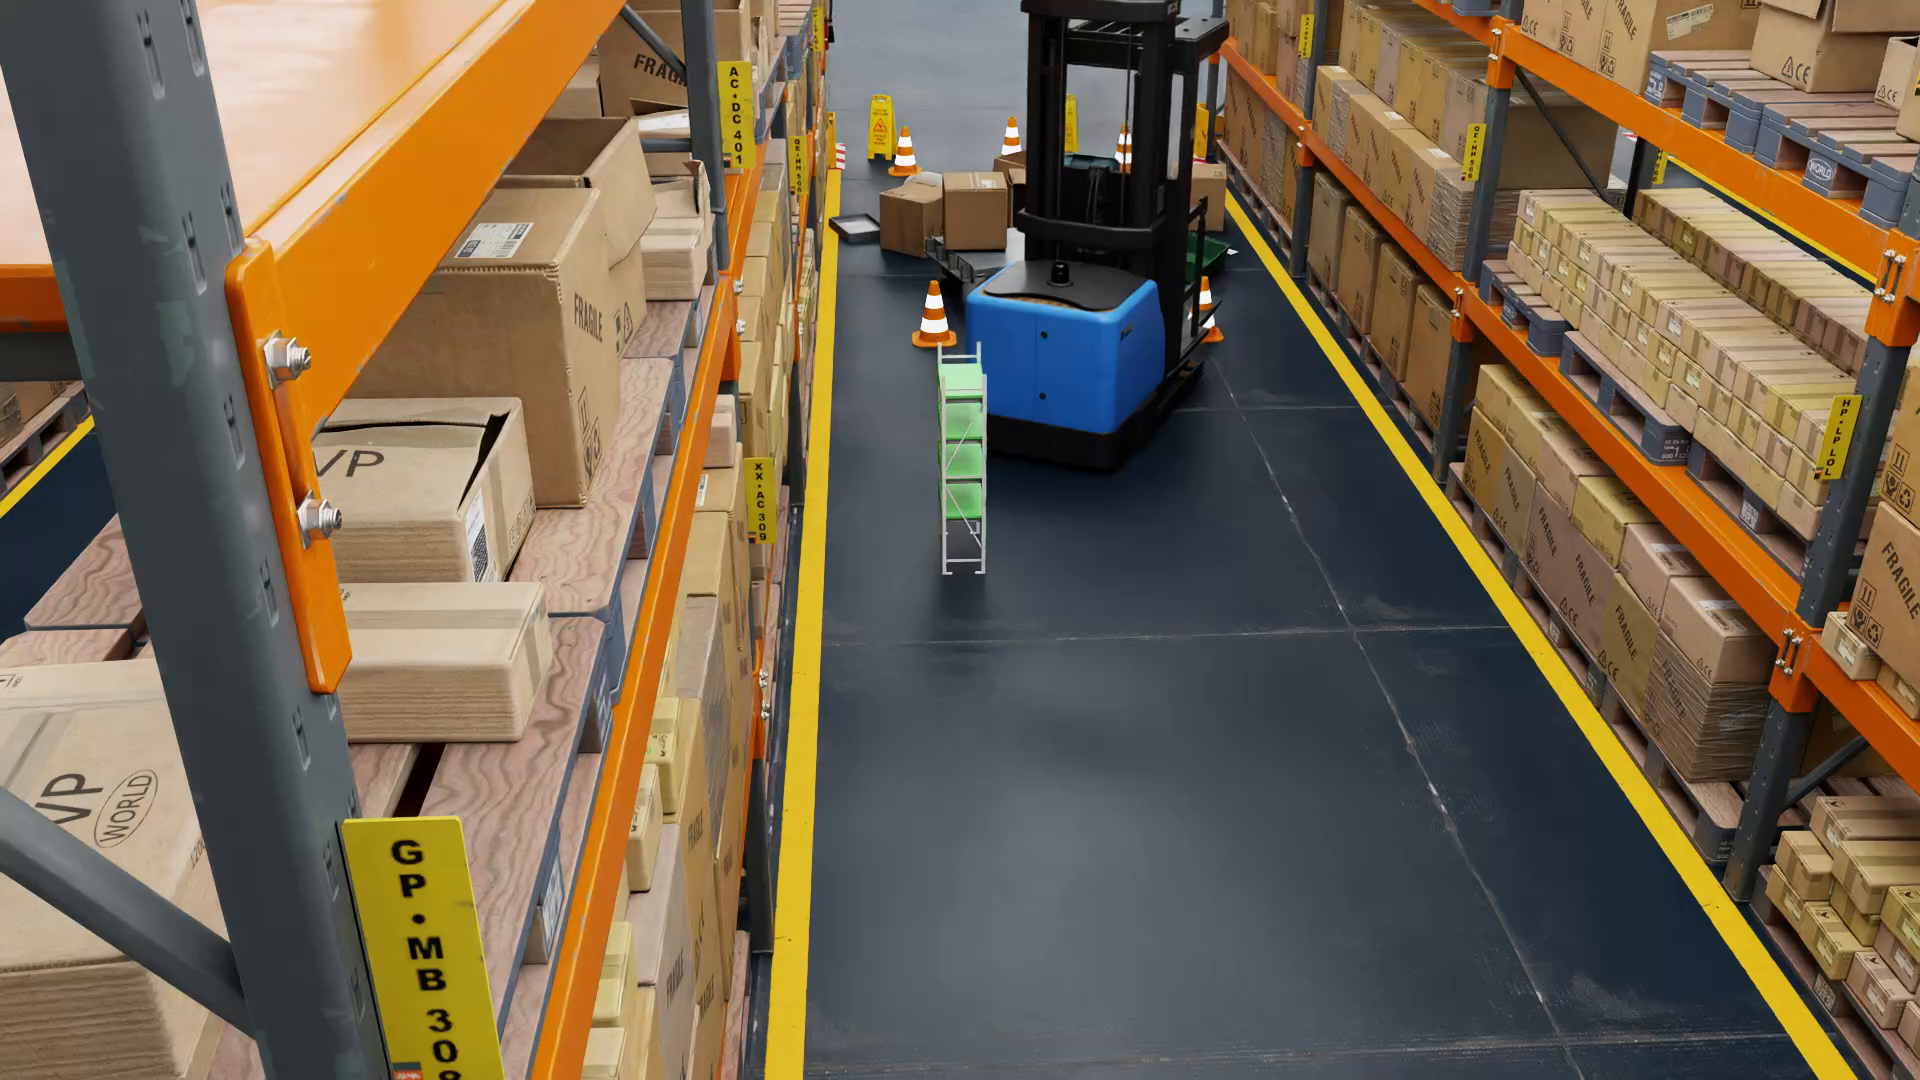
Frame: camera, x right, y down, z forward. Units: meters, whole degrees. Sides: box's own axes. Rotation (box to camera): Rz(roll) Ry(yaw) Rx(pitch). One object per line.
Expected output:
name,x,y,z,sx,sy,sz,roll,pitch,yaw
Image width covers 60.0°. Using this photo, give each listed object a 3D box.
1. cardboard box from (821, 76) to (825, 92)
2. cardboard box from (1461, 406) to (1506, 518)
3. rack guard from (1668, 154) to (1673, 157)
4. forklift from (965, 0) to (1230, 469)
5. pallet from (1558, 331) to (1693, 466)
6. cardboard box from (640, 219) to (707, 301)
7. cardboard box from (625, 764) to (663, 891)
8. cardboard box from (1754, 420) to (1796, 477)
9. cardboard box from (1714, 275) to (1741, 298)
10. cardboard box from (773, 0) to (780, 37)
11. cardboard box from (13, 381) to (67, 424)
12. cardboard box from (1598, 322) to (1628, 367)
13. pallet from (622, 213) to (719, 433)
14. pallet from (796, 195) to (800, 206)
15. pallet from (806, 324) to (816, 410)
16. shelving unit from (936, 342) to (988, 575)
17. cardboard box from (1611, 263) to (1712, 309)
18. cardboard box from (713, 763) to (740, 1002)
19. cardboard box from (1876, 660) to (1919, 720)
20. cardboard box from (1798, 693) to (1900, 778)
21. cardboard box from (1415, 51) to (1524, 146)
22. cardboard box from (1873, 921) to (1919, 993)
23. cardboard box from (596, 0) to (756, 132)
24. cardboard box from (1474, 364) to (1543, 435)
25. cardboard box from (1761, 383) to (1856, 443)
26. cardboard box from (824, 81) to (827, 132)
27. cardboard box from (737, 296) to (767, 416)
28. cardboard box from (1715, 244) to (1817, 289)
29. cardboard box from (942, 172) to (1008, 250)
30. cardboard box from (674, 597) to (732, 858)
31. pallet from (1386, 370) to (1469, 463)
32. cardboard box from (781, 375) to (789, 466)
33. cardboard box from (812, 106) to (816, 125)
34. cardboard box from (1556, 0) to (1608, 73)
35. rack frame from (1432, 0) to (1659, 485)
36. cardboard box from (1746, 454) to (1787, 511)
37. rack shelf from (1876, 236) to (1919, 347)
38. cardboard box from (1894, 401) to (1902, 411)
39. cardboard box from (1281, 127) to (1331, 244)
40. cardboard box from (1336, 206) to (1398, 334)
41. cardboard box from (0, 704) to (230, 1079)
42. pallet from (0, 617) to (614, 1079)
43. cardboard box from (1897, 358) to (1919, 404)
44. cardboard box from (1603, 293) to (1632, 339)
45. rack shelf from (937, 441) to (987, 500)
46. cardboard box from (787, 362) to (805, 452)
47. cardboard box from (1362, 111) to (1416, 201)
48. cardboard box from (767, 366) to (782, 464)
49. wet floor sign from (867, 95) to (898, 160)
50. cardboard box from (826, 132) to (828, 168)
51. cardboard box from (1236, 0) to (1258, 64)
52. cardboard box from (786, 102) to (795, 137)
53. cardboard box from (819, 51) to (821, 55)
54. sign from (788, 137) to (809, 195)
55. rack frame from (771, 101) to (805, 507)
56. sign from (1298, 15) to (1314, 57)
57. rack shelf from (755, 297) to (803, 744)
cardboard box,-1.480,-4.298,15.754,0.380,0.149,0.250,-1,28,-1
cardboard box,3.269,-0.459,9.636,0.500,0.500,0.500,-3,28,-5
rack guard,8.032,-4.339,17.528,1.175,0.500,0.348,-1,28,-3
forklift,1.093,-2.403,11.189,1.130,2.935,3.031,12,30,22
pallet,3.631,-0.716,8.087,1.003,0.211,1.213,-1,28,-3
cardboard box,-0.875,-0.741,4.392,0.380,0.149,0.250,-1,28,-1
cardboard box,-0.828,0.601,3.463,0.380,0.149,0.250,-1,28,-2
cardboard box,3.463,-0.375,6.720,0.380,0.149,0.250,-1,28,-2
cardboard box,4.023,-1.229,8.358,0.380,0.149,0.250,-2,28,-3
cardboard box,-1.210,-2.656,7.793,0.700,0.500,0.500,-3,28,-5
cardboard box,-6.469,-1.150,10.825,0.875,0.625,0.625,-1,28,-1
cardboard box,3.380,-0.965,8.175,0.380,0.149,0.250,-1,28,-2
pallet,-1.210,-0.614,4.535,1.003,0.211,1.213,-1,28,-3
pallet,-1.595,-2.376,11.270,1.003,0.211,1.213,-1,28,-3
pallet,-1.551,-1.235,11.889,1.003,0.211,1.213,-1,28,-3
shelving unit,0.009,-0.456,9.326,0.258,1.200,0.503,-1,28,-3
cardboard box,3.388,-1.228,8.035,0.380,0.149,0.250,-1,28,-1
cardboard box,-0.889,0.932,4.611,0.500,0.500,0.500,-2,28,-3
cardboard box,3.472,0.500,5.818,0.380,0.149,0.250,-1,28,-1
cardboard box,3.922,0.707,7.399,0.500,0.500,0.500,0,28,-1
cardboard box,3.417,-2.880,10.839,0.700,0.500,0.500,-2,28,-3
cardboard box,3.547,1.480,5.975,0.380,0.149,0.250,-2,28,-3
cardboard box,-0.999,-1.675,5.913,0.500,0.500,0.500,-2,28,-4
cardboard box,3.281,-0.801,9.479,0.500,0.250,0.500,-3,28,-5
cardboard box,3.465,-0.511,6.659,0.380,0.149,0.250,-2,28,-4
cardboard box,-1.566,-4.179,16.226,0.500,0.500,0.500,-1,28,-2
cardboard box,-1.032,-0.633,6.531,0.500,0.500,0.500,-2,28,-3
cardboard box,4.019,-1.366,8.300,0.380,0.149,0.250,-1,28,-3
cardboard box,0.116,-2.680,13.528,0.500,0.500,0.500,-1,28,-3
cardboard box,-0.887,0.492,4.374,0.500,0.500,0.500,-1,28,-2
pallet,3.521,-0.844,11.140,1.003,0.211,1.213,-1,28,-3
cardboard box,-1.058,-0.551,7.725,0.500,0.250,0.500,-2,28,-3
cardboard box,-1.356,-3.437,13.368,0.380,0.149,0.250,-2,28,-3
cardboard box,3.284,-2.588,8.116,0.500,0.500,0.500,-1,28,-3
rack frame,3.487,-1.714,9.793,1.000,3.000,0.127,-1,28,-3
cardboard box,3.463,-0.241,6.785,0.380,0.149,0.250,-1,28,-2
rack shelf,3.800,0.045,3.953,1.077,0.370,4.000,-1,28,-3
cardboard box,4.105,-0.506,6.972,0.380,0.149,0.250,-1,28,-1
cardboard box,3.315,-3.098,14.290,0.875,0.875,0.875,-1,28,-2
cardboard box,3.447,-2.020,12.359,1.050,0.750,0.750,-1,28,-3
cardboard box,-1.147,0.447,2.006,0.500,0.250,0.500,-4,28,-7
pallet,-1.082,0.513,2.374,1.003,0.211,1.213,-1,28,-3
cardboard box,4.103,-0.646,6.919,0.380,0.149,0.250,-1,28,-2
cardboard box,3.380,-1.098,8.108,0.380,0.149,0.250,-2,28,-3
rack shelf,0.009,-0.399,9.356,0.258,0.148,0.480,-1,28,-3
cardboard box,-1.470,-0.830,10.486,0.950,0.372,0.625,-3,28,-6
cardboard box,3.114,-2.658,11.495,0.500,0.500,0.500,-1,28,-2
cardboard box,-1.039,-0.540,7.163,0.500,0.250,0.500,-1,28,-2
wet floor sign,-0.810,-4.312,17.321,0.267,0.644,0.232,8,29,15
cardboard box,-1.557,-3.832,16.373,0.500,0.250,0.500,-2,28,-3
cardboard box,3.088,-4.790,15.528,0.875,0.550,0.550,-1,28,-3
cardboard box,-1.278,-2.365,10.156,0.500,0.500,0.500,0,28,0
cardboard box,-1.521,-4.712,15.112,0.500,0.500,0.500,-2,28,-3
sign,-0.897,-2.077,9.236,0.100,0.325,0.005,-1,28,-3
rack frame,-1.451,-1.548,9.475,1.000,3.000,0.127,-1,28,-3
sign,2.724,-3.967,13.090,0.100,0.325,0.005,-1,28,-3
rack shelf,-1.347,-0.306,7.870,1.077,0.370,4.000,-1,28,-3
